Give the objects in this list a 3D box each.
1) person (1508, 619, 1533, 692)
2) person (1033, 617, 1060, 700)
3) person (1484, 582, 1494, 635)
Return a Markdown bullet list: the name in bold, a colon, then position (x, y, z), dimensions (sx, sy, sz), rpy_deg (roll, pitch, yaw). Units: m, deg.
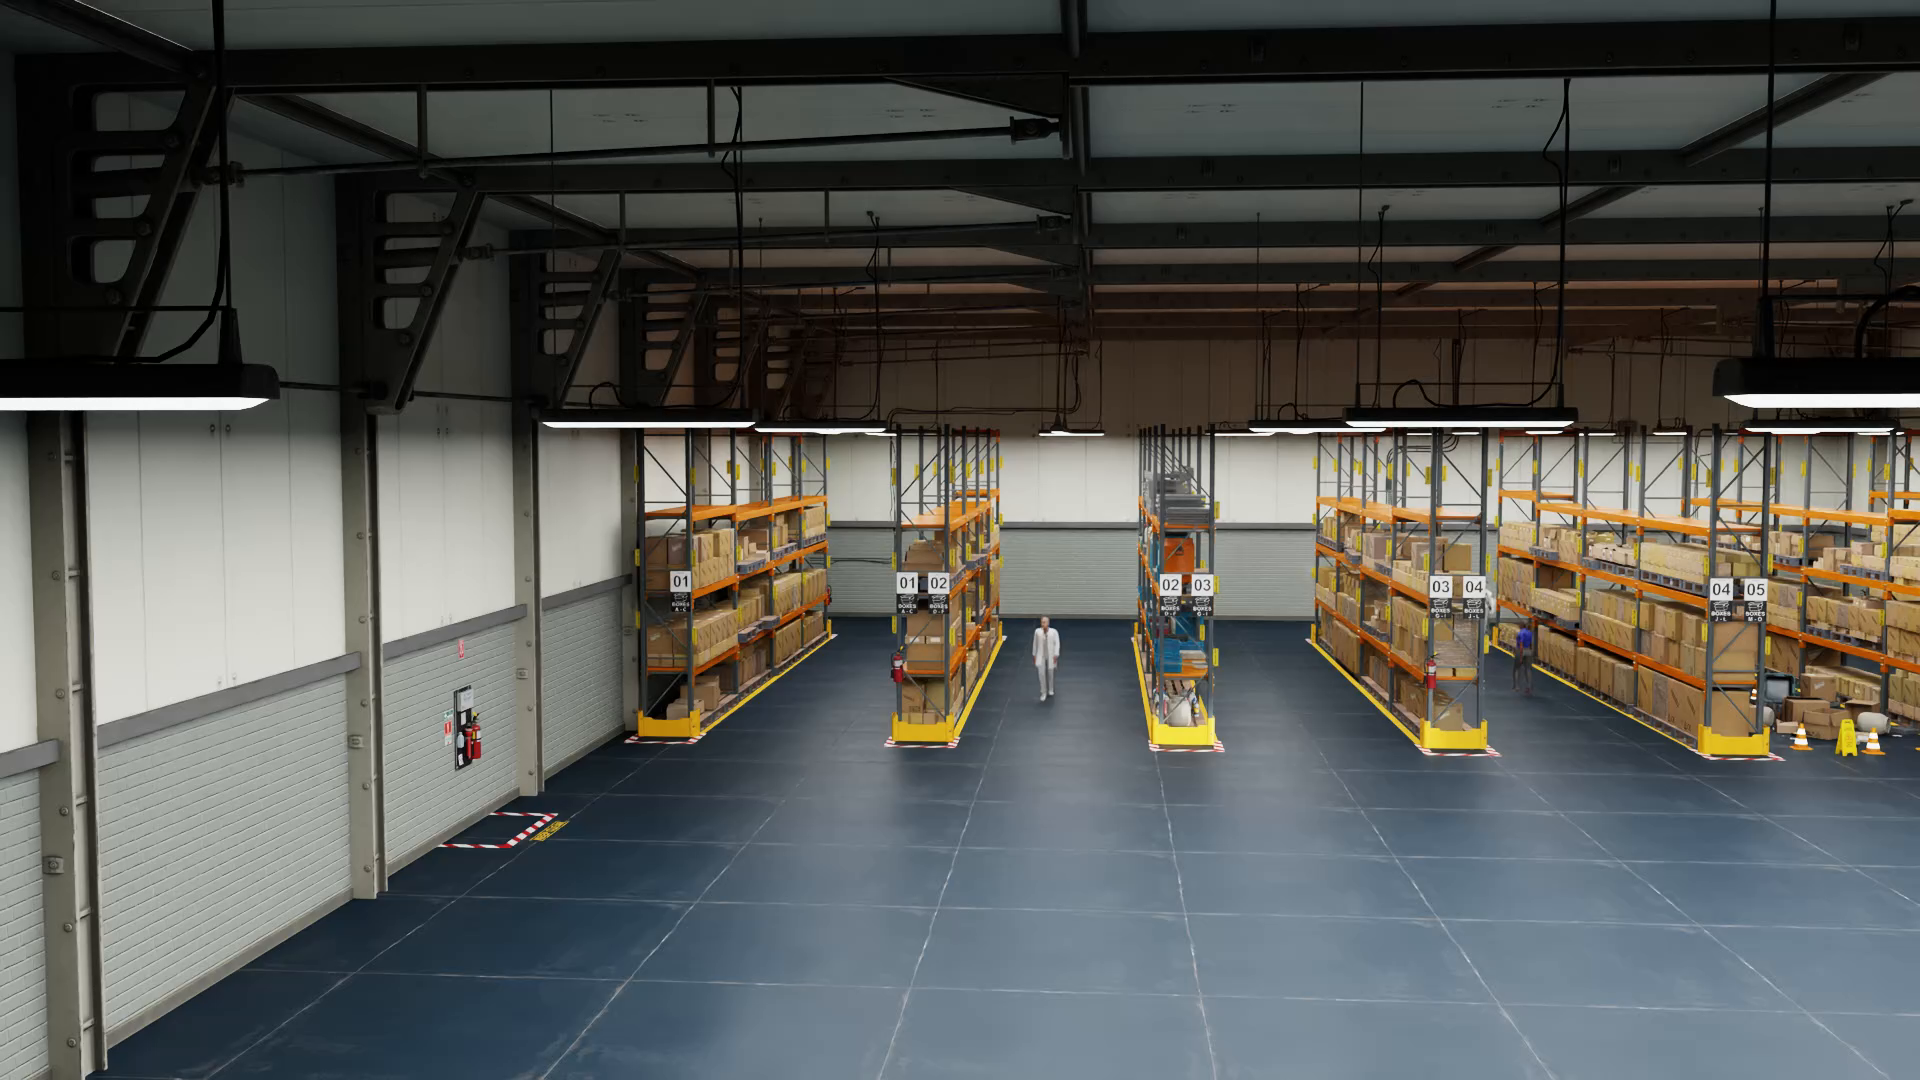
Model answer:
- **person**: position (12.744, 2.635, 37.563), dimensions (0.444, 1.683, 0.687), rpy_deg (0, 4, -8)
- **person**: position (1.899, 2.617, 36.791), dimensions (0.617, 1.819, 0.845), rpy_deg (0, 3, 7)
- **person**: position (15.045, 1.977, 47.777), dimensions (0.525, 1.615, 1.038), rpy_deg (3, 5, 44)
